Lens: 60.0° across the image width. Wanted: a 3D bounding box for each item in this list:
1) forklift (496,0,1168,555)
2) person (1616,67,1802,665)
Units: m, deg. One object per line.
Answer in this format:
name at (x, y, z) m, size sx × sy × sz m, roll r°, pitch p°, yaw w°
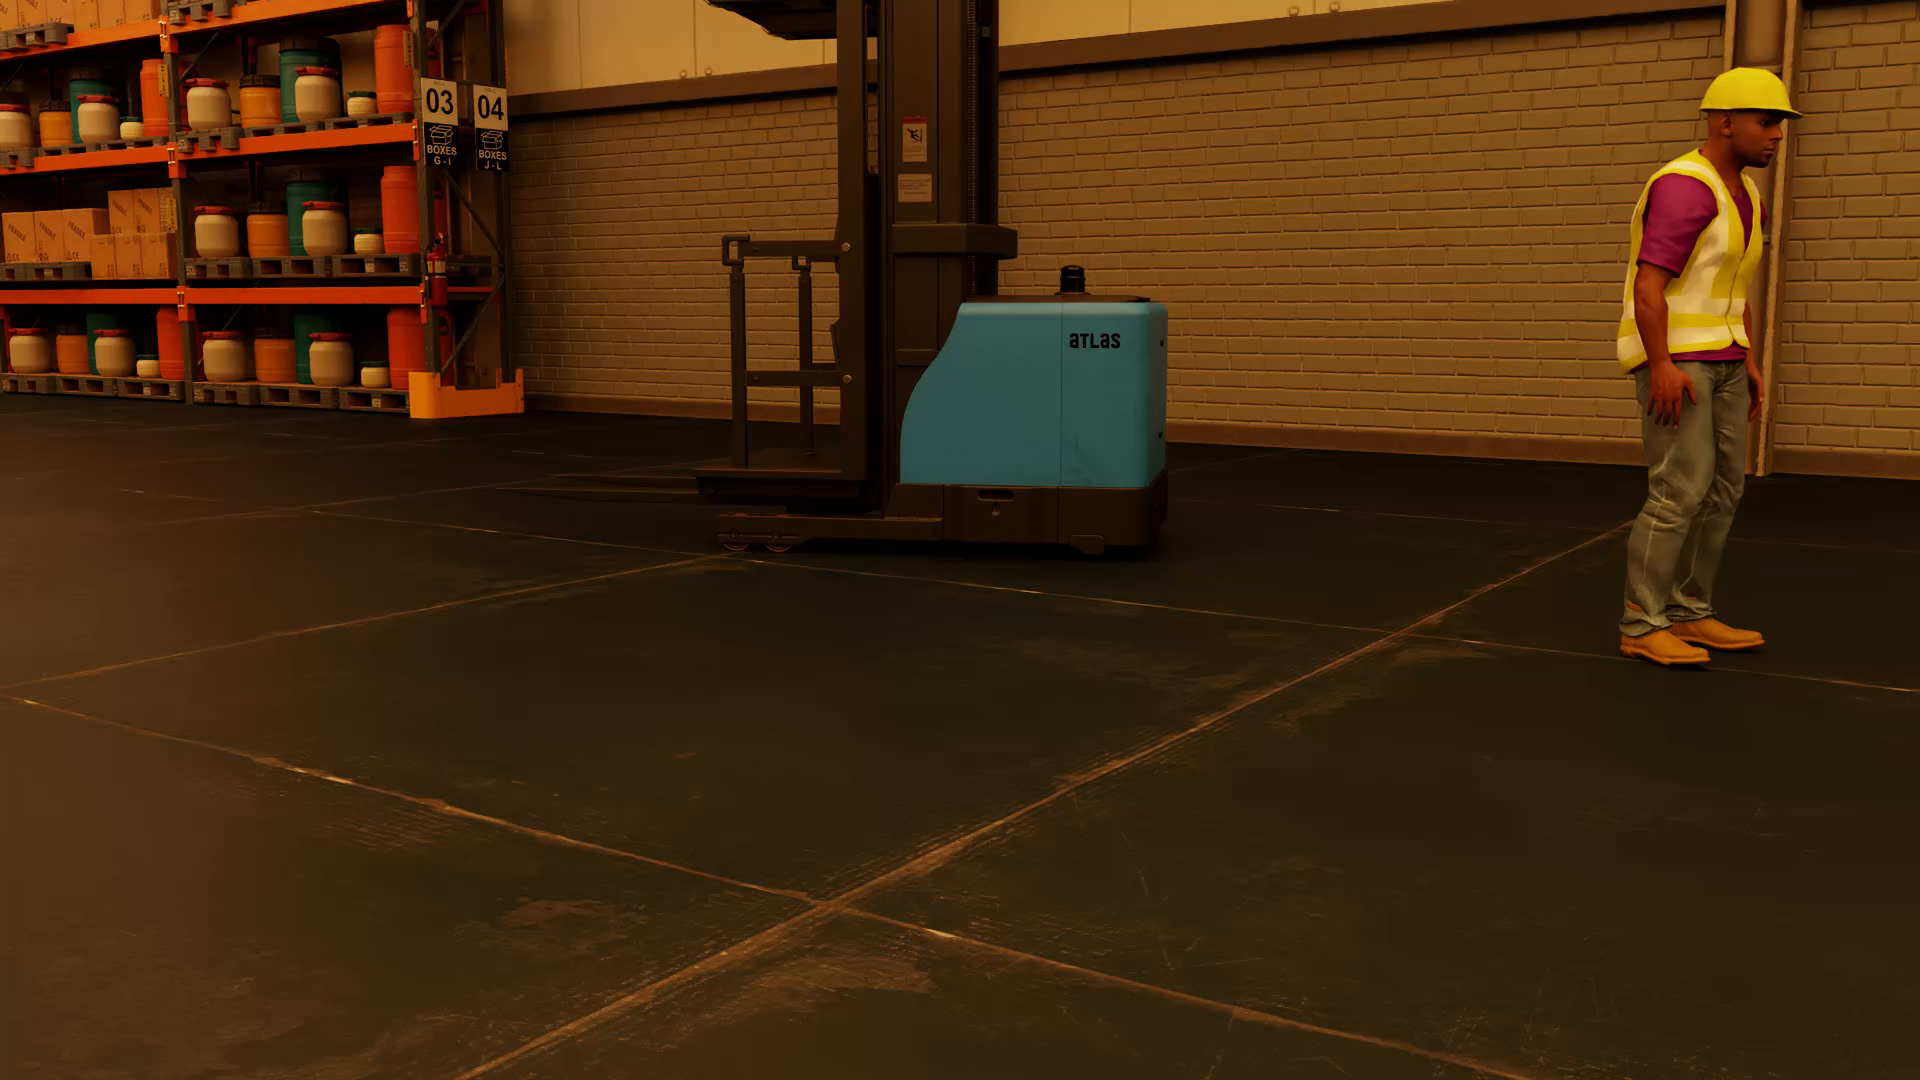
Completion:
forklift at (-0.596, -1.469, 7.520) m, size 3.031 × 2.935 × 1.130 m, roll 2°, pitch 8°, yaw 12°
person at (2.250, -0.524, 5.045) m, size 0.628 × 1.761 × 0.457 m, roll -7°, pitch 11°, yaw -40°
